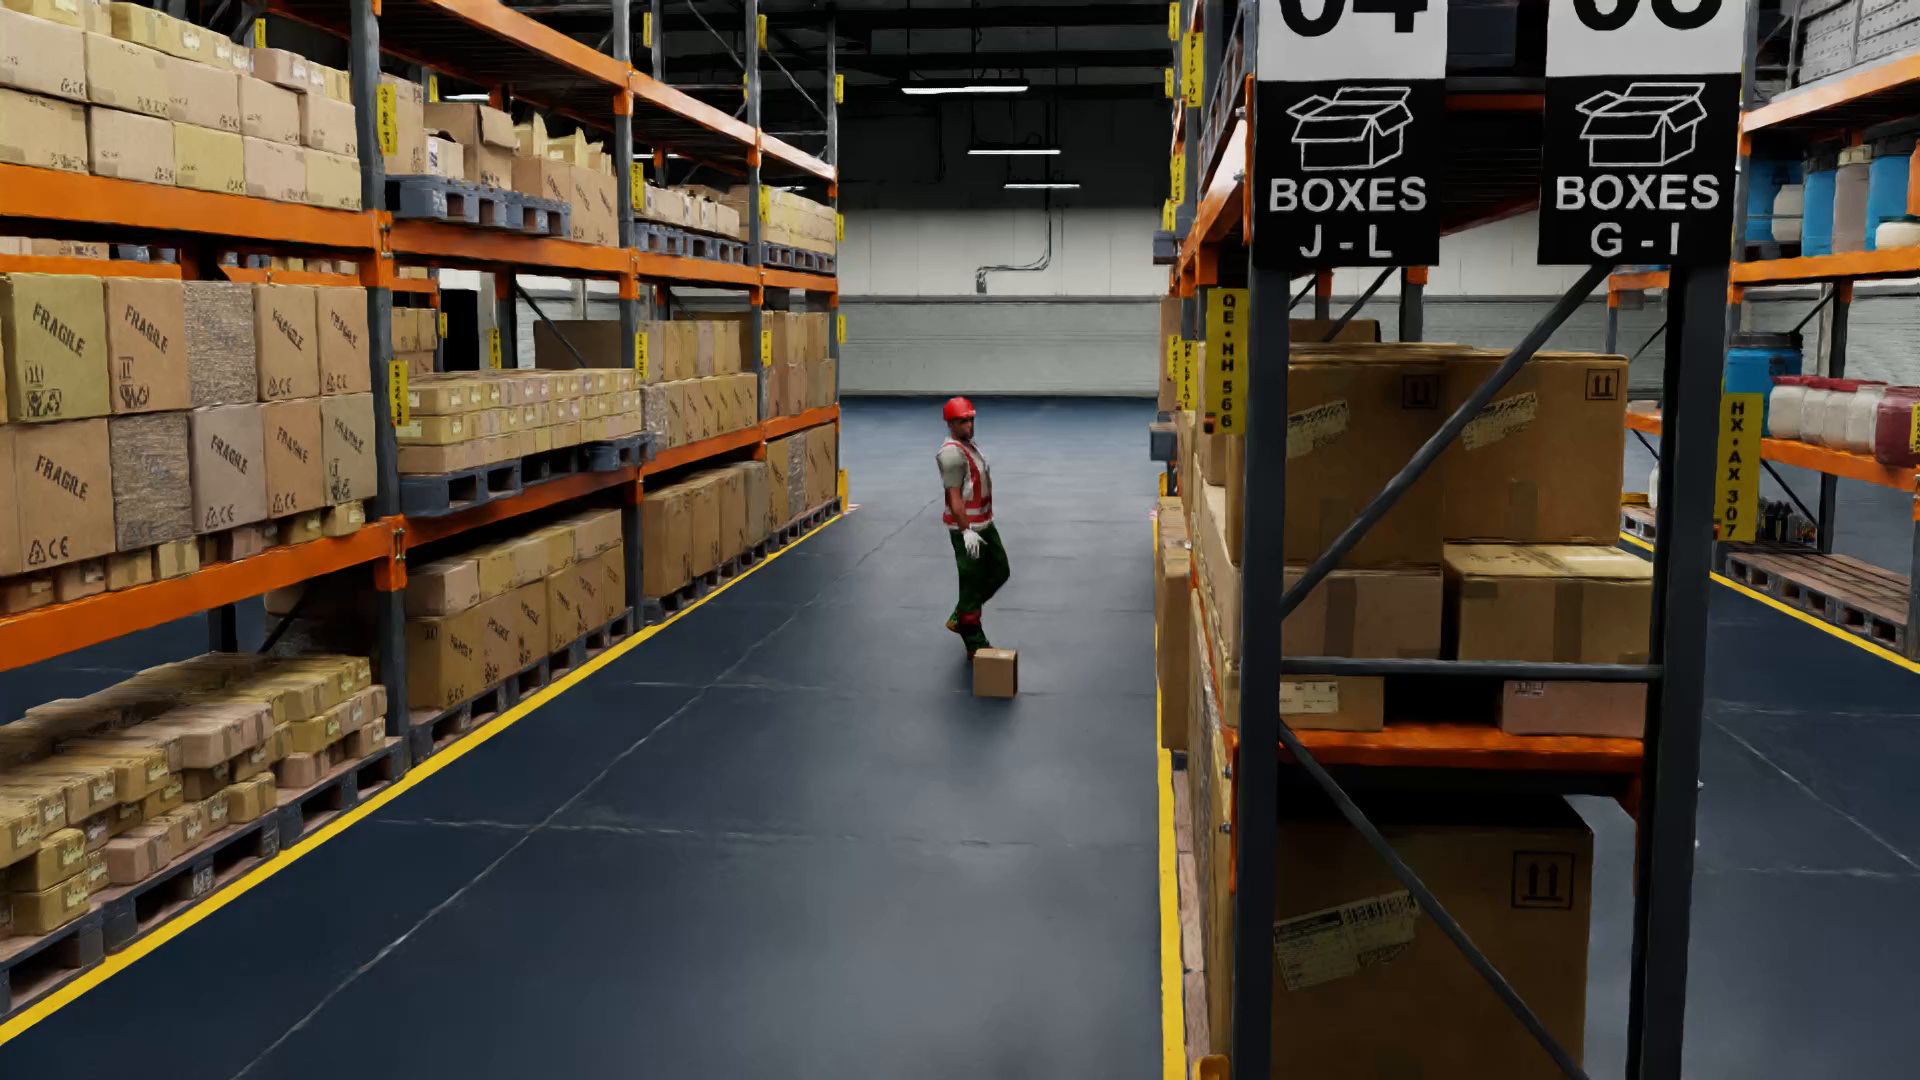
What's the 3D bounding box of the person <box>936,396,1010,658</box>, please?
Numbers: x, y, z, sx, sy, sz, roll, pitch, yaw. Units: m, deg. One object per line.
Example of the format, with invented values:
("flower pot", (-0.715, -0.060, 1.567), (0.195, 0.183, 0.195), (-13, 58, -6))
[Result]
("person", (0.096, -0.075, 11.202), (0.475, 1.785, 0.638), (2, 8, 14))
